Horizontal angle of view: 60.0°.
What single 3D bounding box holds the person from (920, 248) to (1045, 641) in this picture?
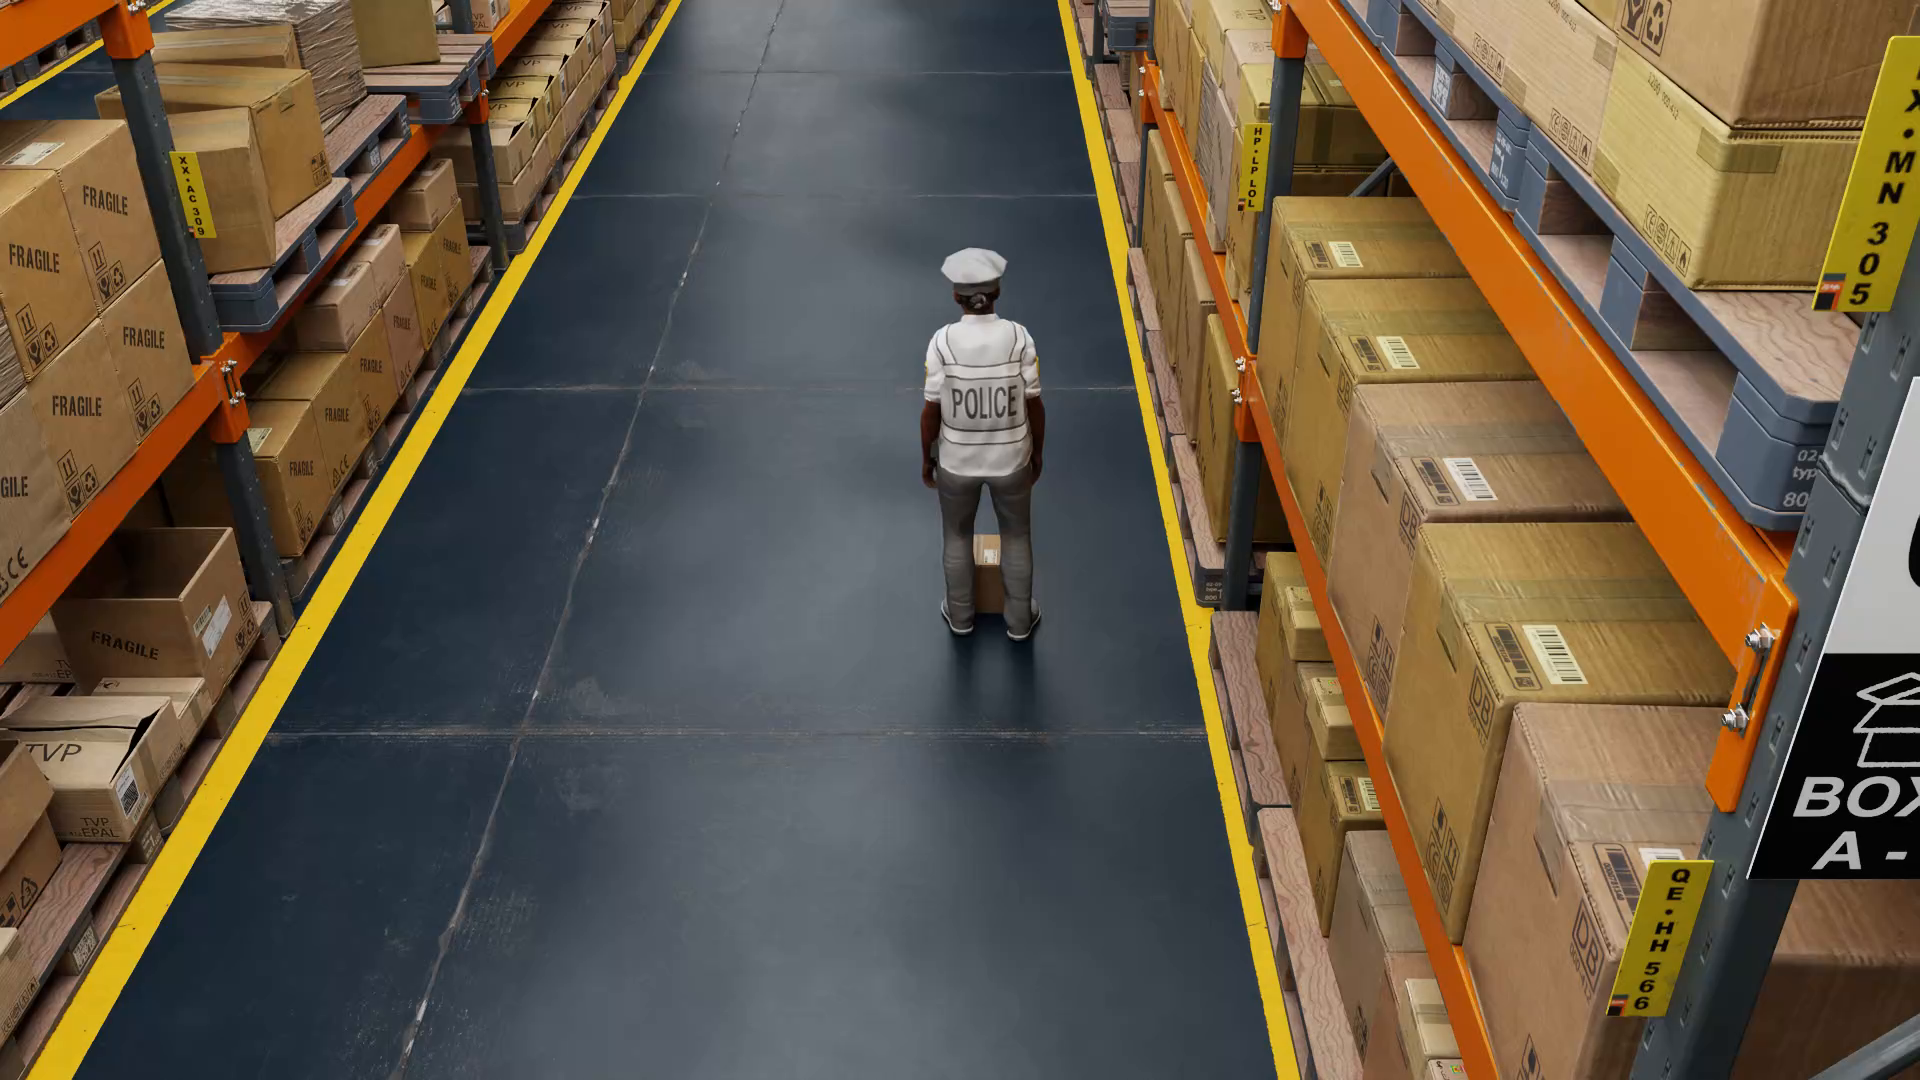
[{"bbox_3d":[0.096,-0.334,6.679,0.513,1.656,0.427,-2,32,-3],"label":"person"}]
